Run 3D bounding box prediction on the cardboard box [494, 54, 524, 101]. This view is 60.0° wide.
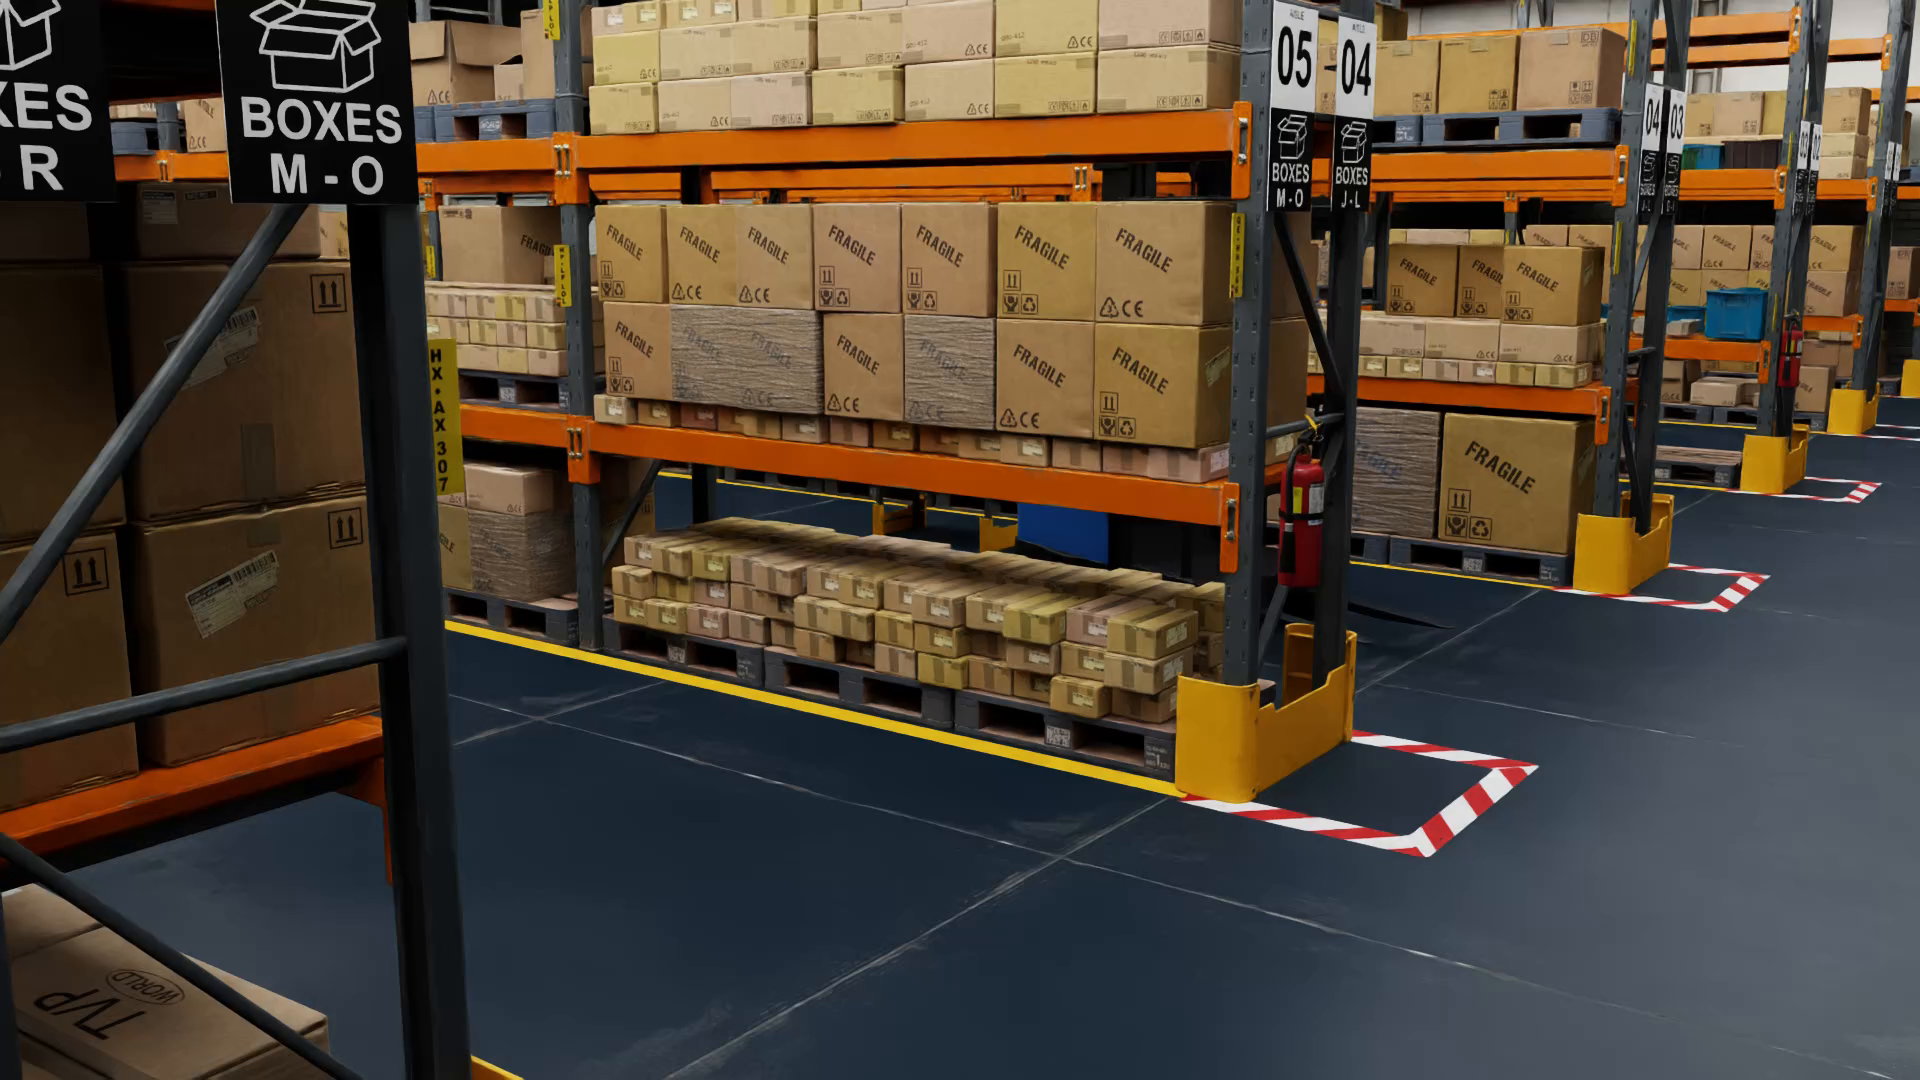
[{"bbox_3d":[-2.377,-2.692,9.777,0.500,0.311,0.500,8,13,35],"label":"cardboard box"}]

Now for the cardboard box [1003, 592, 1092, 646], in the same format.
[{"bbox_3d":[0.403,0.358,7.614,0.250,0.149,0.380,8,13,34],"label":"cardboard box"}]

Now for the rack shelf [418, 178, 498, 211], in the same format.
[{"bbox_3d":[-6.834,-3.917,18.876,4.000,0.370,1.077,8,13,36],"label":"rack shelf"}]

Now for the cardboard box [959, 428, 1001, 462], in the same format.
[{"bbox_3d":[0.199,-0.465,7.695,0.250,0.149,0.380,7,13,33],"label":"cardboard box"}]

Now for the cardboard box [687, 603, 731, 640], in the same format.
[{"bbox_3d":[-1.243,0.408,8.922,0.250,0.149,0.380,8,13,35],"label":"cardboard box"}]

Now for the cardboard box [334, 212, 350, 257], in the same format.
[{"bbox_3d":[-6.554,-3.380,18.423,0.500,0.500,0.500,8,13,36],"label":"cardboard box"}]

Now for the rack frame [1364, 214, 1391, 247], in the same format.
[{"bbox_3d":[6.798,-4.398,27.365,0.127,3.000,1.000,8,13,36],"label":"rack frame"}]

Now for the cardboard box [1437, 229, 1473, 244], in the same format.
[{"bbox_3d":[7.850,-4.765,26.187,0.500,0.250,0.500,8,14,36],"label":"cardboard box"}]

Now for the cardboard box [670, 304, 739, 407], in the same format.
[{"bbox_3d":[-1.138,-0.972,8.609,0.500,0.500,0.500,8,13,36],"label":"cardboard box"}]

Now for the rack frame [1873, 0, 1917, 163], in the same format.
[{"bbox_3d":[10.317,-5.685,18.224,0.127,3.000,1.000,8,13,36],"label":"rack frame"}]

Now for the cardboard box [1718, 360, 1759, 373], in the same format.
[{"bbox_3d":[11.379,-2.712,24.128,0.500,0.500,0.700,8,14,37],"label":"cardboard box"}]

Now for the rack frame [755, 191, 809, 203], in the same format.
[{"bbox_3d":[-2.291,-3.331,21.850,0.127,3.000,1.000,8,13,36],"label":"rack frame"}]

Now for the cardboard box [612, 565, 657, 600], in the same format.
[{"bbox_3d":[-1.689,0.212,9.154,0.250,0.149,0.380,9,14,38],"label":"cardboard box"}]

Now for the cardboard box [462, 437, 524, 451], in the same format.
[{"bbox_3d":[-3.070,-0.513,10.788,0.500,0.250,0.500,9,14,38],"label":"cardboard box"}]

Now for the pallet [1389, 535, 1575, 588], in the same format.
[{"bbox_3d":[3.759,0.068,11.625,1.213,0.211,1.003,8,13,36],"label":"pallet"}]

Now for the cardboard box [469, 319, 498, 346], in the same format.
[{"bbox_3d":[-2.640,-1.226,9.745,0.250,0.149,0.380,9,14,38],"label":"cardboard box"}]

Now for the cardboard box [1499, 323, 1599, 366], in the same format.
[{"bbox_3d":[3.902,-1.310,11.015,0.500,0.250,0.500,8,13,35],"label":"cardboard box"}]

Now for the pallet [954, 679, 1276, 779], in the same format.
[{"bbox_3d":[0.737,0.788,7.900,1.213,0.211,1.003,8,13,36],"label":"pallet"}]

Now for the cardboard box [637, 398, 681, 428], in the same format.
[{"bbox_3d":[-1.505,-0.702,8.924,0.250,0.149,0.380,8,14,37],"label":"cardboard box"}]

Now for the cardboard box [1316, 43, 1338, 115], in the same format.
[{"bbox_3d":[2.660,-3.230,11.798,0.500,0.500,0.700,9,14,38],"label":"cardboard box"}]

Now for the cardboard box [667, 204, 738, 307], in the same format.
[{"bbox_3d":[-1.145,-1.467,8.539,0.500,0.500,0.500,7,13,34],"label":"cardboard box"}]

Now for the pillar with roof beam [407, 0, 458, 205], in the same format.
[{"bbox_3d":[-15.630,-9.661,38.776,0.548,9.000,9.100,8,13,36],"label":"pillar with roof beam"}]

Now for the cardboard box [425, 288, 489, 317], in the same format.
[{"bbox_3d":[-3.063,-1.433,10.027,0.250,0.149,0.380,7,13,34],"label":"cardboard box"}]

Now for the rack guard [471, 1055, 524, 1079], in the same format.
[{"bbox_3d":[-1.397,1.524,3.339,0.348,0.500,1.175,8,13,36],"label":"rack guard"}]

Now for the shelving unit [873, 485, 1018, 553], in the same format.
[{"bbox_3d":[-0.061,-0.745,12.432,1.083,1.500,0.587,8,13,36],"label":"shelving unit"}]

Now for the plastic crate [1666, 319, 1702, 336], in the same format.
[{"bbox_3d":[6.617,-1.946,15.227,0.243,0.136,0.396,8,13,36],"label":"plastic crate"}]

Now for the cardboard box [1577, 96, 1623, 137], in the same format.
[{"bbox_3d":[7.826,-5.075,20.074,0.500,0.500,0.700,8,13,36],"label":"cardboard box"}]

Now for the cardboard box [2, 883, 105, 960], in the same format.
[{"bbox_3d":[-2.750,1.185,4.148,0.875,0.438,0.875,8,14,37],"label":"cardboard box"}]

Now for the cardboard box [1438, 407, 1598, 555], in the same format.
[{"bbox_3d":[3.887,-0.446,11.428,0.875,0.875,0.875,8,13,36],"label":"cardboard box"}]

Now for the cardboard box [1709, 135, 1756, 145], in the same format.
[{"bbox_3d":[8.948,-4.516,19.157,0.500,0.250,0.500,8,13,36],"label":"cardboard box"}]

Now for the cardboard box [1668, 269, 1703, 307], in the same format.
[{"bbox_3d":[8.569,-2.969,19.715,0.500,0.500,0.500,8,13,35],"label":"cardboard box"}]

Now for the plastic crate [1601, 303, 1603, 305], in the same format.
[{"bbox_3d":[6.074,-2.189,16.230,0.300,0.233,0.416,8,13,36],"label":"plastic crate"}]

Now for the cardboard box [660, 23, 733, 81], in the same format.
[{"bbox_3d":[-1.147,-2.422,8.334,0.500,0.250,0.500,8,13,35],"label":"cardboard box"}]

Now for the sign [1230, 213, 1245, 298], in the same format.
[{"bbox_3d":[1.088,-1.117,6.523,0.005,0.325,0.100,8,13,36],"label":"sign"}]

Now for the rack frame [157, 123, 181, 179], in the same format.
[{"bbox_3d":[-5.016,-1.375,11.740,0.127,3.000,1.000,8,13,36],"label":"rack frame"}]

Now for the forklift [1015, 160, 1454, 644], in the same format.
[{"bbox_3d":[1.573,-0.964,9.795,1.130,2.935,3.031,-7,13,-32],"label":"forklift"}]

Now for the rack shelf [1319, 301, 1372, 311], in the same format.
[{"bbox_3d":[5.480,-3.061,22.349,4.000,0.370,1.077,8,13,36],"label":"rack shelf"}]

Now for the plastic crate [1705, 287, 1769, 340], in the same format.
[{"bbox_3d":[7.001,-2.038,14.914,0.499,0.435,0.616,8,13,36],"label":"plastic crate"}]

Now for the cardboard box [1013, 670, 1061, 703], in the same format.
[{"bbox_3d":[0.456,0.634,7.754,0.250,0.149,0.380,8,13,35],"label":"cardboard box"}]

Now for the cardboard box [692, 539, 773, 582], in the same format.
[{"bbox_3d":[-1.217,0.107,8.911,0.250,0.149,0.380,8,13,35],"label":"cardboard box"}]

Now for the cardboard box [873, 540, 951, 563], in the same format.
[{"bbox_3d":[-0.256,0.112,8.889,0.250,0.149,0.380,7,13,34],"label":"cardboard box"}]

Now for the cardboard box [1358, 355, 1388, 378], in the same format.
[{"bbox_3d":[2.934,-1.234,11.670,0.250,0.149,0.380,8,14,36],"label":"cardboard box"}]

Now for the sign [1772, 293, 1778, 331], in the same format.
[{"bbox_3d":[7.069,-1.976,14.416,0.005,0.325,0.100,8,13,36],"label":"sign"}]

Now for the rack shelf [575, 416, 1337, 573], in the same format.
[{"bbox_3d":[-0.179,-0.347,8.322,4.000,0.370,1.077,8,13,36],"label":"rack shelf"}]

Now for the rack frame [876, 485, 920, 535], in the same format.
[{"bbox_3d":[-0.478,-0.803,12.732,0.032,1.500,0.500,8,13,36],"label":"rack frame"}]

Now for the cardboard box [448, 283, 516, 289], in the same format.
[{"bbox_3d":[-3.099,-1.590,10.840,0.250,0.149,0.380,8,14,37],"label":"cardboard box"}]

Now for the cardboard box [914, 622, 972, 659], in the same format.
[{"bbox_3d":[-0.007,0.442,7.966,0.250,0.149,0.380,8,14,36],"label":"cardboard box"}]

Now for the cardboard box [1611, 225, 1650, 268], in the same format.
[{"bbox_3d":[8.136,-3.518,19.919,0.500,0.500,0.500,7,13,34],"label":"cardboard box"}]

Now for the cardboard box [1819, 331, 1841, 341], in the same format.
[{"bbox_3d":[12.204,-2.874,23.258,0.250,0.149,0.380,8,14,37],"label":"cardboard box"}]

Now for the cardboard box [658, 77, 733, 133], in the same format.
[{"bbox_3d":[-1.165,-2.177,8.383,0.500,0.250,0.500,8,13,35],"label":"cardboard box"}]

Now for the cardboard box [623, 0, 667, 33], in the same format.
[{"bbox_3d":[-1.501,-2.660,8.514,0.250,0.149,0.380,7,13,33],"label":"cardboard box"}]

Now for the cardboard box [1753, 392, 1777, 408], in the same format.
[{"bbox_3d":[9.459,-1.647,19.449,0.250,0.166,0.380,8,13,36],"label":"cardboard box"}]
